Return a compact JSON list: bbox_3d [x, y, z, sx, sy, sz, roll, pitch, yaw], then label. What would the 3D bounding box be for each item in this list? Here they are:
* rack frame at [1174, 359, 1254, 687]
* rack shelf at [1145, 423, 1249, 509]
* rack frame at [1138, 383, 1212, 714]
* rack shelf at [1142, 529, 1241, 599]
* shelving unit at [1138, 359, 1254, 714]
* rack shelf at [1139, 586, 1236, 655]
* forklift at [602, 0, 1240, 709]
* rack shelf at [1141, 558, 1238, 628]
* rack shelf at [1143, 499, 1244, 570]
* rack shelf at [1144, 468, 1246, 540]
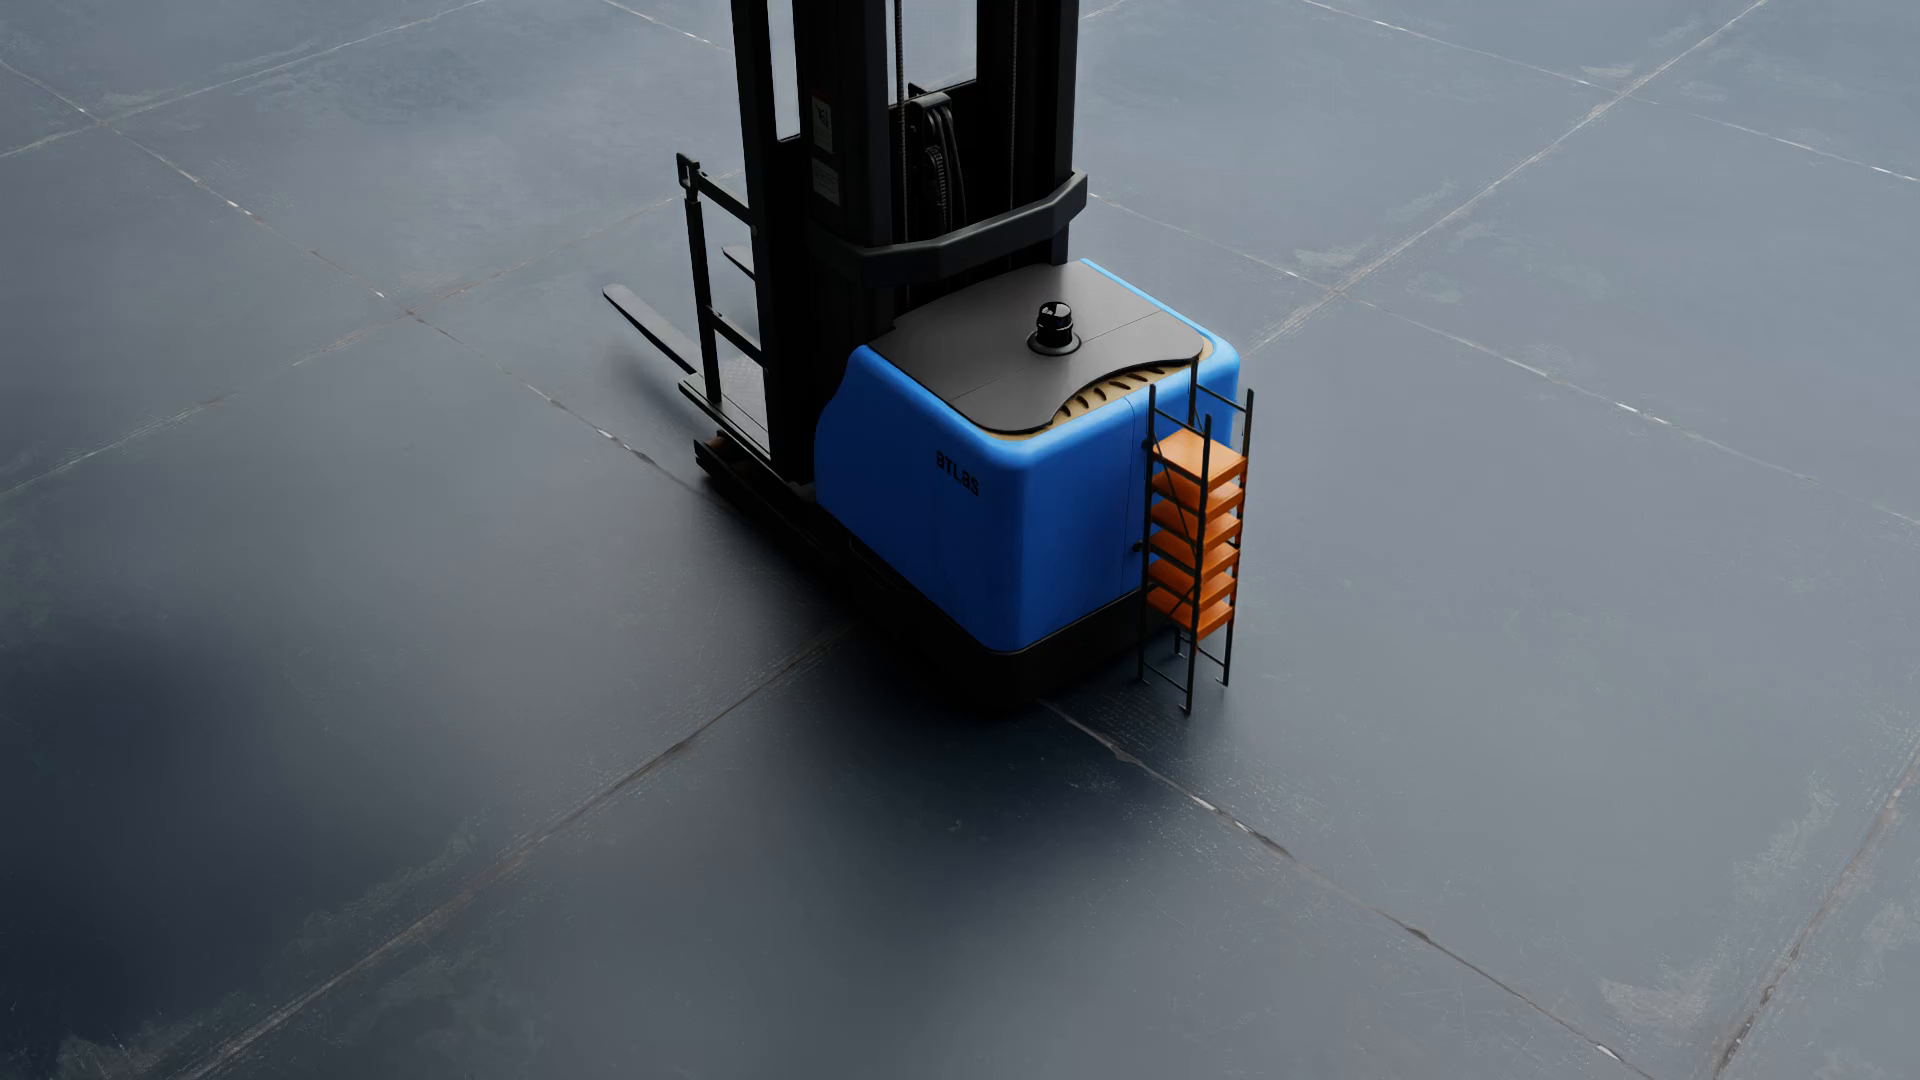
[{"bbox_3d":[0.800,-0.024,5.302,0.006,1.200,0.240,-30,47,-30],"label":"rack frame"},{"bbox_3d":[0.720,-0.228,5.058,0.180,0.103,0.258,-30,47,-30],"label":"rack shelf"},{"bbox_3d":[0.663,0.057,5.211,0.006,1.200,0.240,-30,47,-30],"label":"rack frame"},{"bbox_3d":[0.733,0.051,5.284,0.180,0.103,0.258,-30,47,-30],"label":"rack shelf"},{"bbox_3d":[0.732,0.017,5.256,0.189,1.200,0.258,-30,47,-30],"label":"shelving unit"},{"bbox_3d":[0.743,0.237,5.436,0.180,0.103,0.258,-30,47,-30],"label":"rack shelf"},{"bbox_3d":[-0.383,-1.458,5.728,1.130,2.935,3.031,-26,45,-28],"label":"forklift"},{"bbox_3d":[0.738,0.144,5.360,0.180,0.103,0.258,-30,47,-30],"label":"rack shelf"},{"bbox_3d":[0.729,-0.042,5.209,0.180,0.103,0.258,-30,47,-30],"label":"rack shelf"},{"bbox_3d":[0.724,-0.135,5.133,0.180,0.103,0.258,-30,47,-30],"label":"rack shelf"}]
